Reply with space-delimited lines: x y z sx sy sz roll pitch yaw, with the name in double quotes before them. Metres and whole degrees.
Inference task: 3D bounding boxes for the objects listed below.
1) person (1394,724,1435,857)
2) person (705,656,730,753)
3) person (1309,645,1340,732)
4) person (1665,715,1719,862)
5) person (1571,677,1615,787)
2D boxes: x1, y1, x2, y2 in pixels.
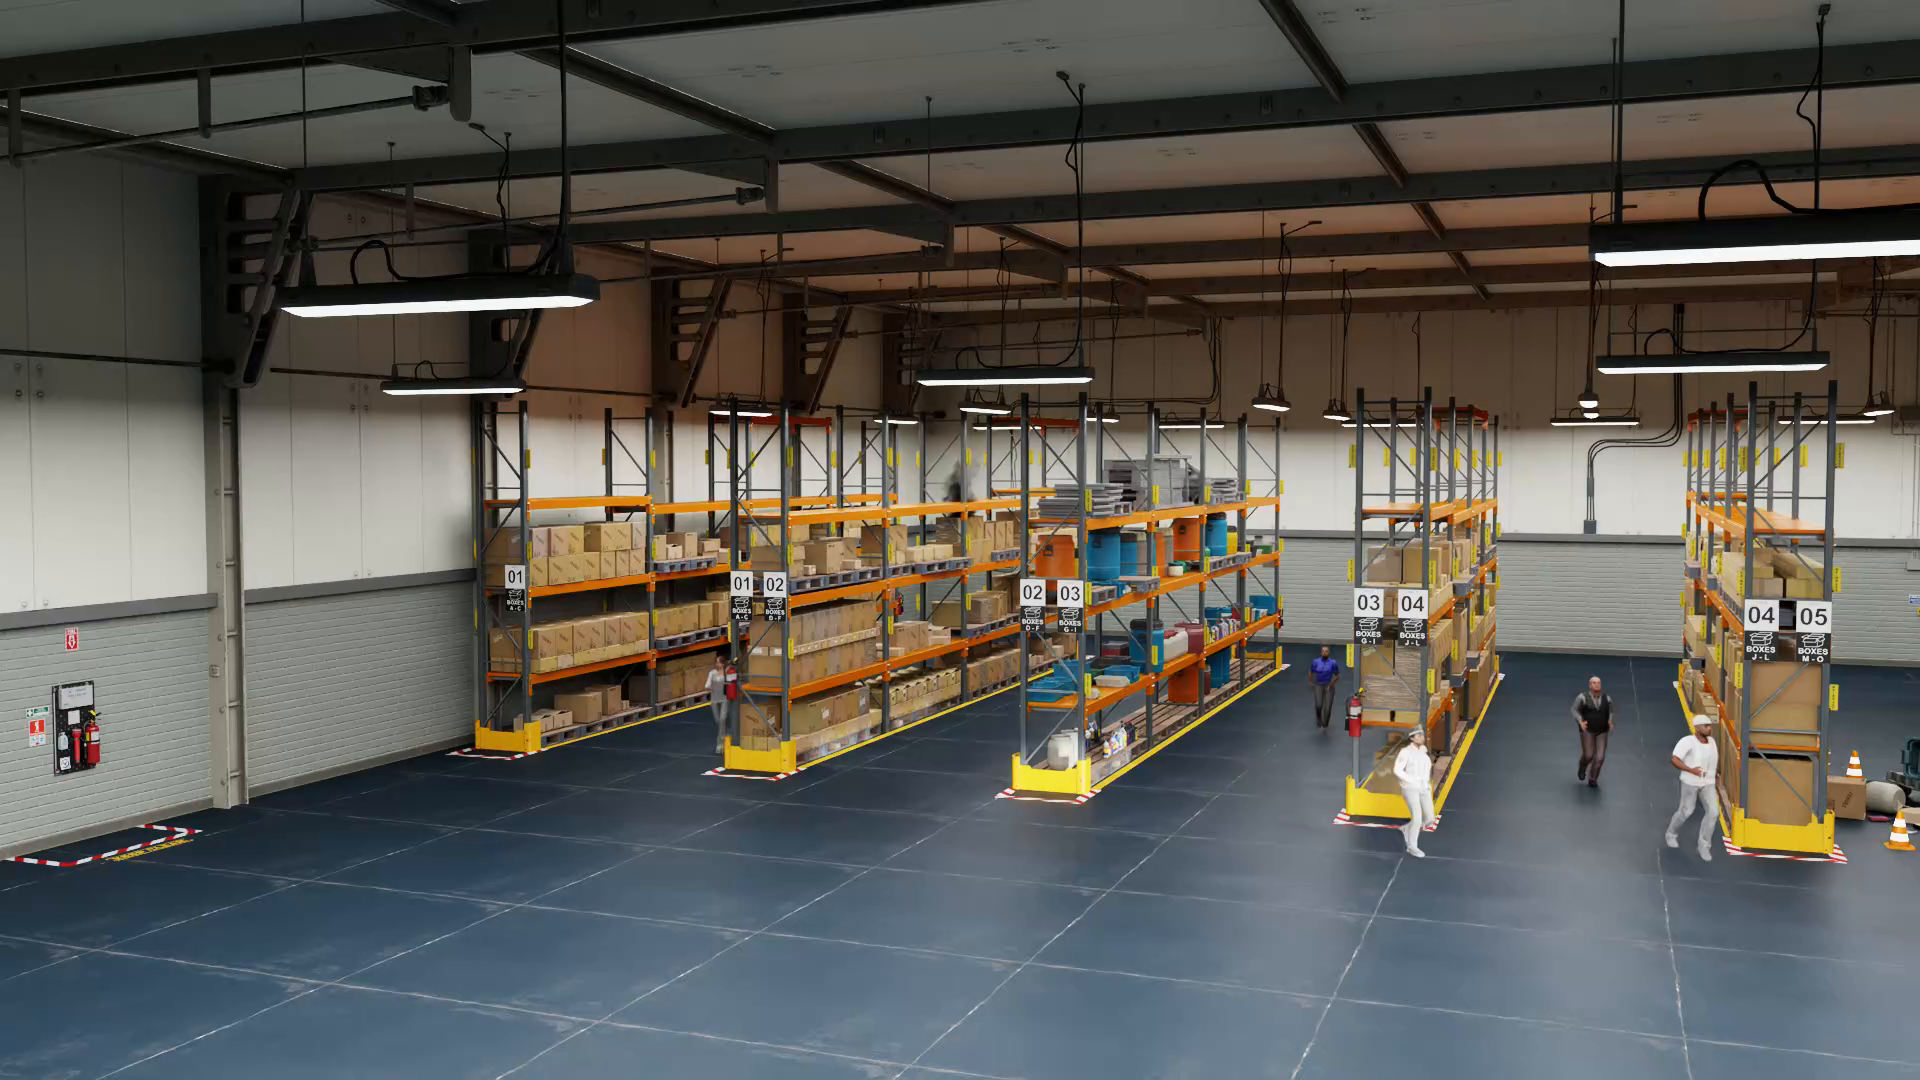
"person" 5.765 3.157 21.037 0.644 1.666 0.512 -2 3 -32
"person" -4.106 2.795 28.515 0.531 1.593 0.838 0 3 10
"person" 6.638 2.723 30.348 0.559 1.606 0.578 1 3 14
"person" 9.318 3.101 21.022 0.743 1.802 0.791 0 3 -10
"person" 9.673 2.926 25.358 0.643 1.676 0.577 0 3 5
